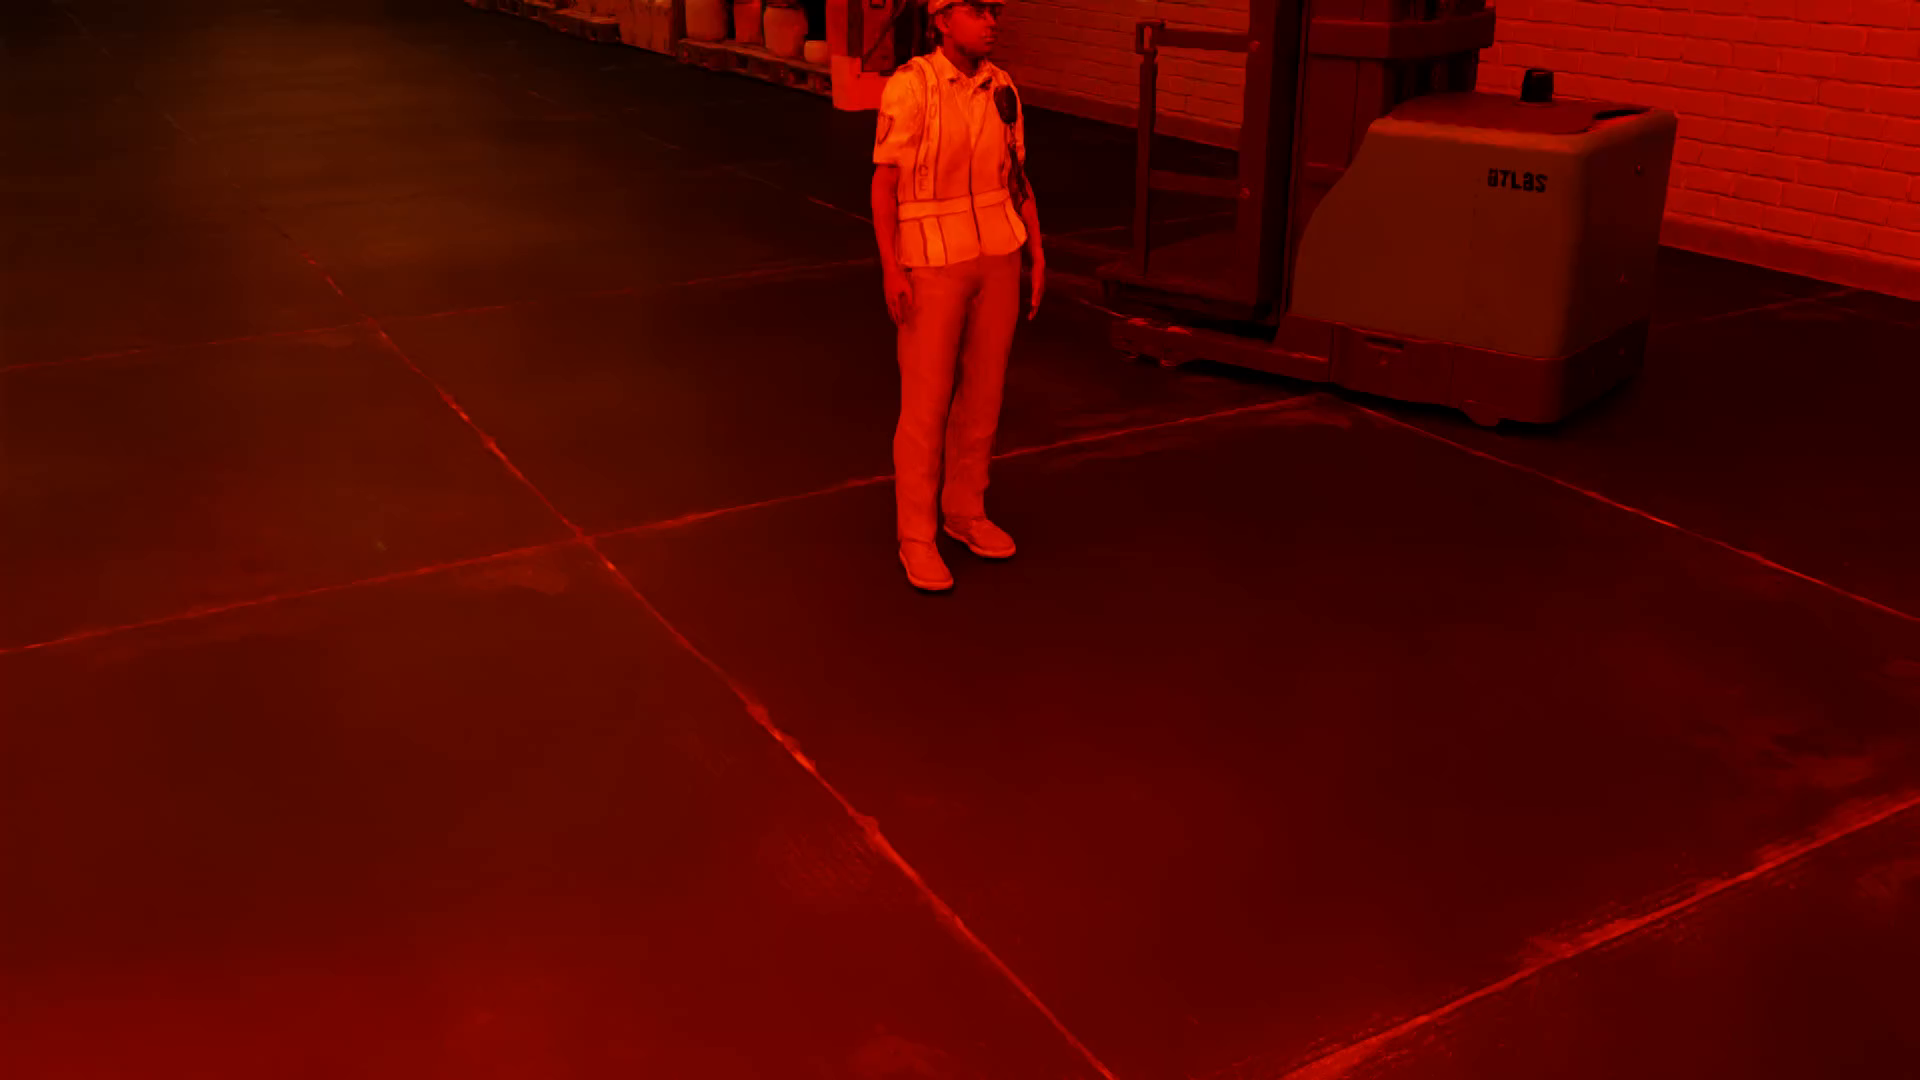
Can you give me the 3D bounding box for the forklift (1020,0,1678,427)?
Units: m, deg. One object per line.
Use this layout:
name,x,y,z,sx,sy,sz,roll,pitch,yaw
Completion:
forklift,1.266,-2.210,6.659,3.031,2.935,1.130,18,28,36

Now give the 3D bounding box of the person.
person,0.021,-0.763,4.741,0.570,1.695,0.529,-12,25,-28
